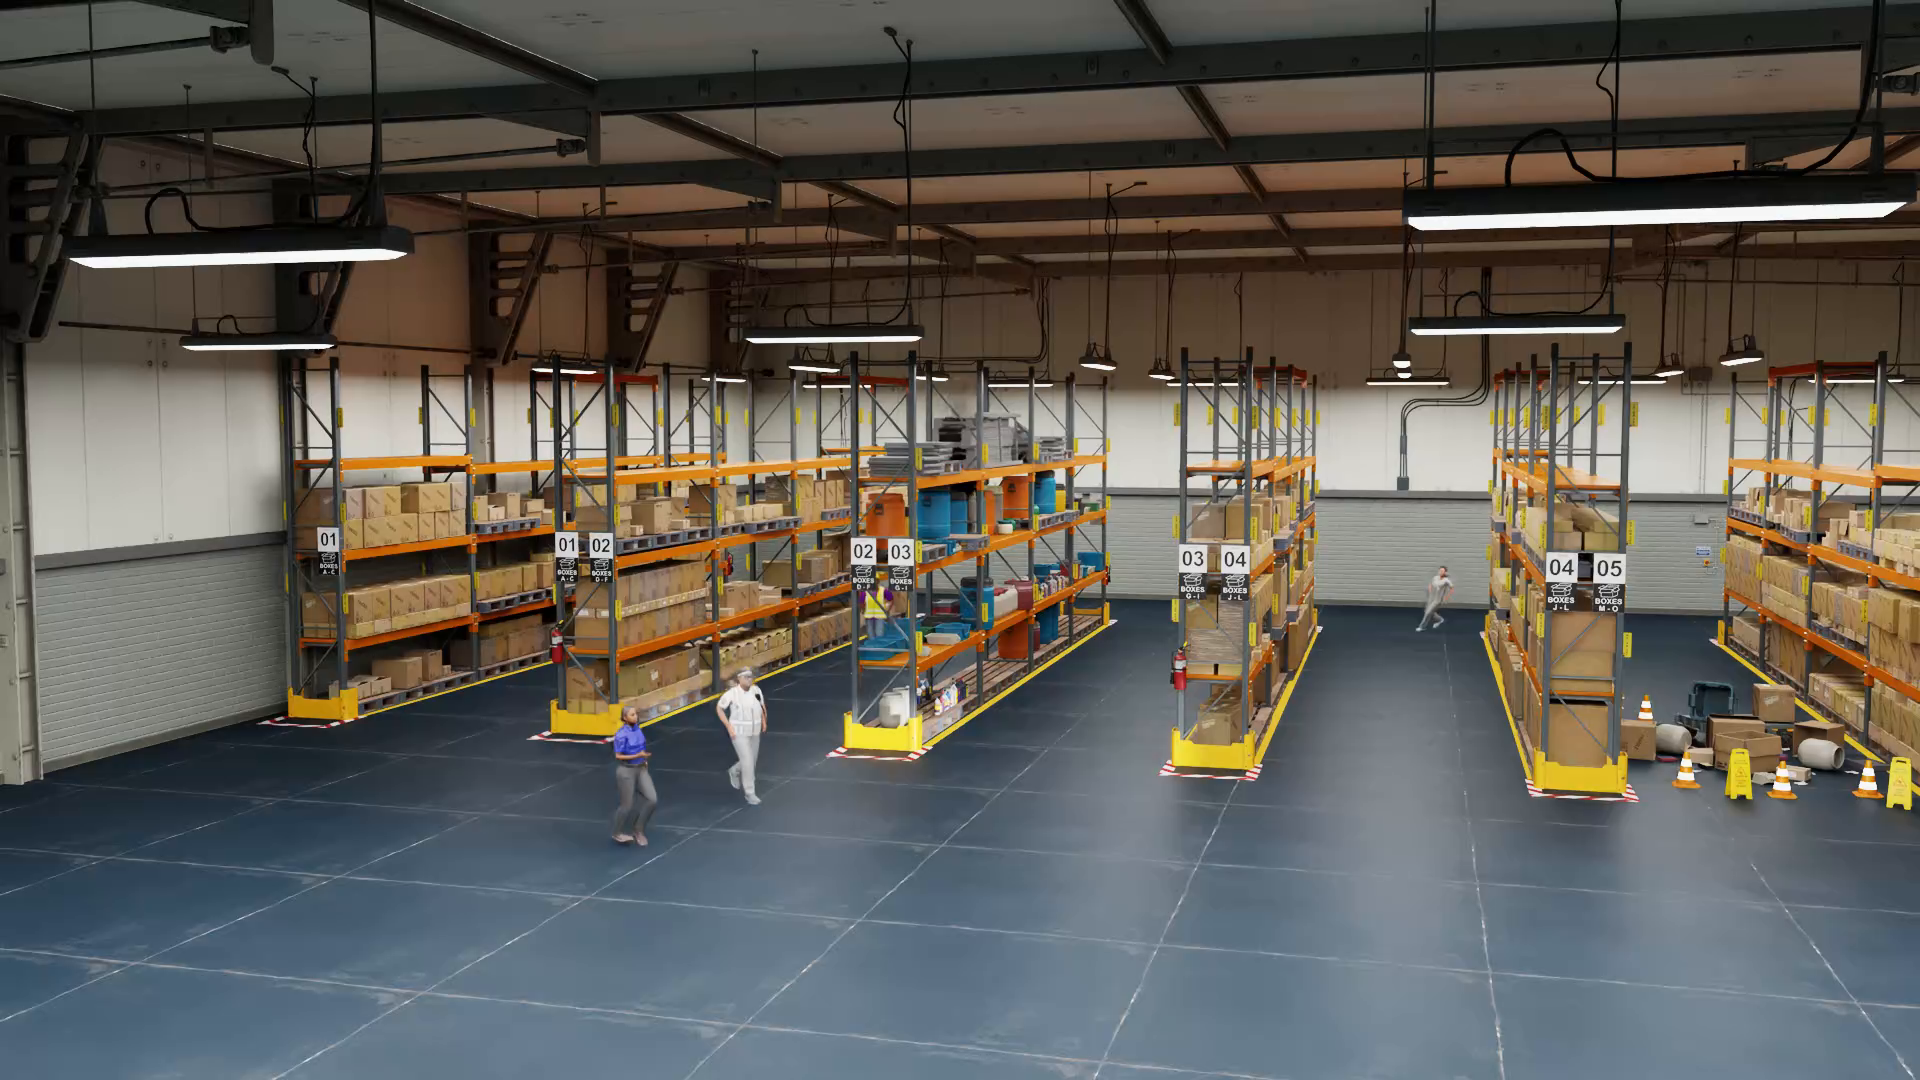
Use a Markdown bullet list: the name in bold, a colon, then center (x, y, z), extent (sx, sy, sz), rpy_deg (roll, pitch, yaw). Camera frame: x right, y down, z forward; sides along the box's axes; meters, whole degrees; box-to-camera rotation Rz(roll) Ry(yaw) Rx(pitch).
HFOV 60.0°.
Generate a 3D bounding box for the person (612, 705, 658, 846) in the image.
- **person**: center (-3.793, 2.770, 19.410), extent (0.660, 1.671, 0.555), rpy_deg (3, 5, 34)

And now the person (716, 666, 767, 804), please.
- **person**: center (-2.852, 2.530, 21.881), extent (0.675, 1.784, 0.868), rpy_deg (-4, 6, -41)

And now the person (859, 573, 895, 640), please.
- **person**: center (-1.617, 1.539, 31.623), extent (0.677, 1.834, 0.651), rpy_deg (0, 4, 5)

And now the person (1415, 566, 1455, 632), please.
- **person**: center (11.149, 1.377, 38.872), extent (0.705, 1.571, 0.710), rpy_deg (-2, 5, -28)
